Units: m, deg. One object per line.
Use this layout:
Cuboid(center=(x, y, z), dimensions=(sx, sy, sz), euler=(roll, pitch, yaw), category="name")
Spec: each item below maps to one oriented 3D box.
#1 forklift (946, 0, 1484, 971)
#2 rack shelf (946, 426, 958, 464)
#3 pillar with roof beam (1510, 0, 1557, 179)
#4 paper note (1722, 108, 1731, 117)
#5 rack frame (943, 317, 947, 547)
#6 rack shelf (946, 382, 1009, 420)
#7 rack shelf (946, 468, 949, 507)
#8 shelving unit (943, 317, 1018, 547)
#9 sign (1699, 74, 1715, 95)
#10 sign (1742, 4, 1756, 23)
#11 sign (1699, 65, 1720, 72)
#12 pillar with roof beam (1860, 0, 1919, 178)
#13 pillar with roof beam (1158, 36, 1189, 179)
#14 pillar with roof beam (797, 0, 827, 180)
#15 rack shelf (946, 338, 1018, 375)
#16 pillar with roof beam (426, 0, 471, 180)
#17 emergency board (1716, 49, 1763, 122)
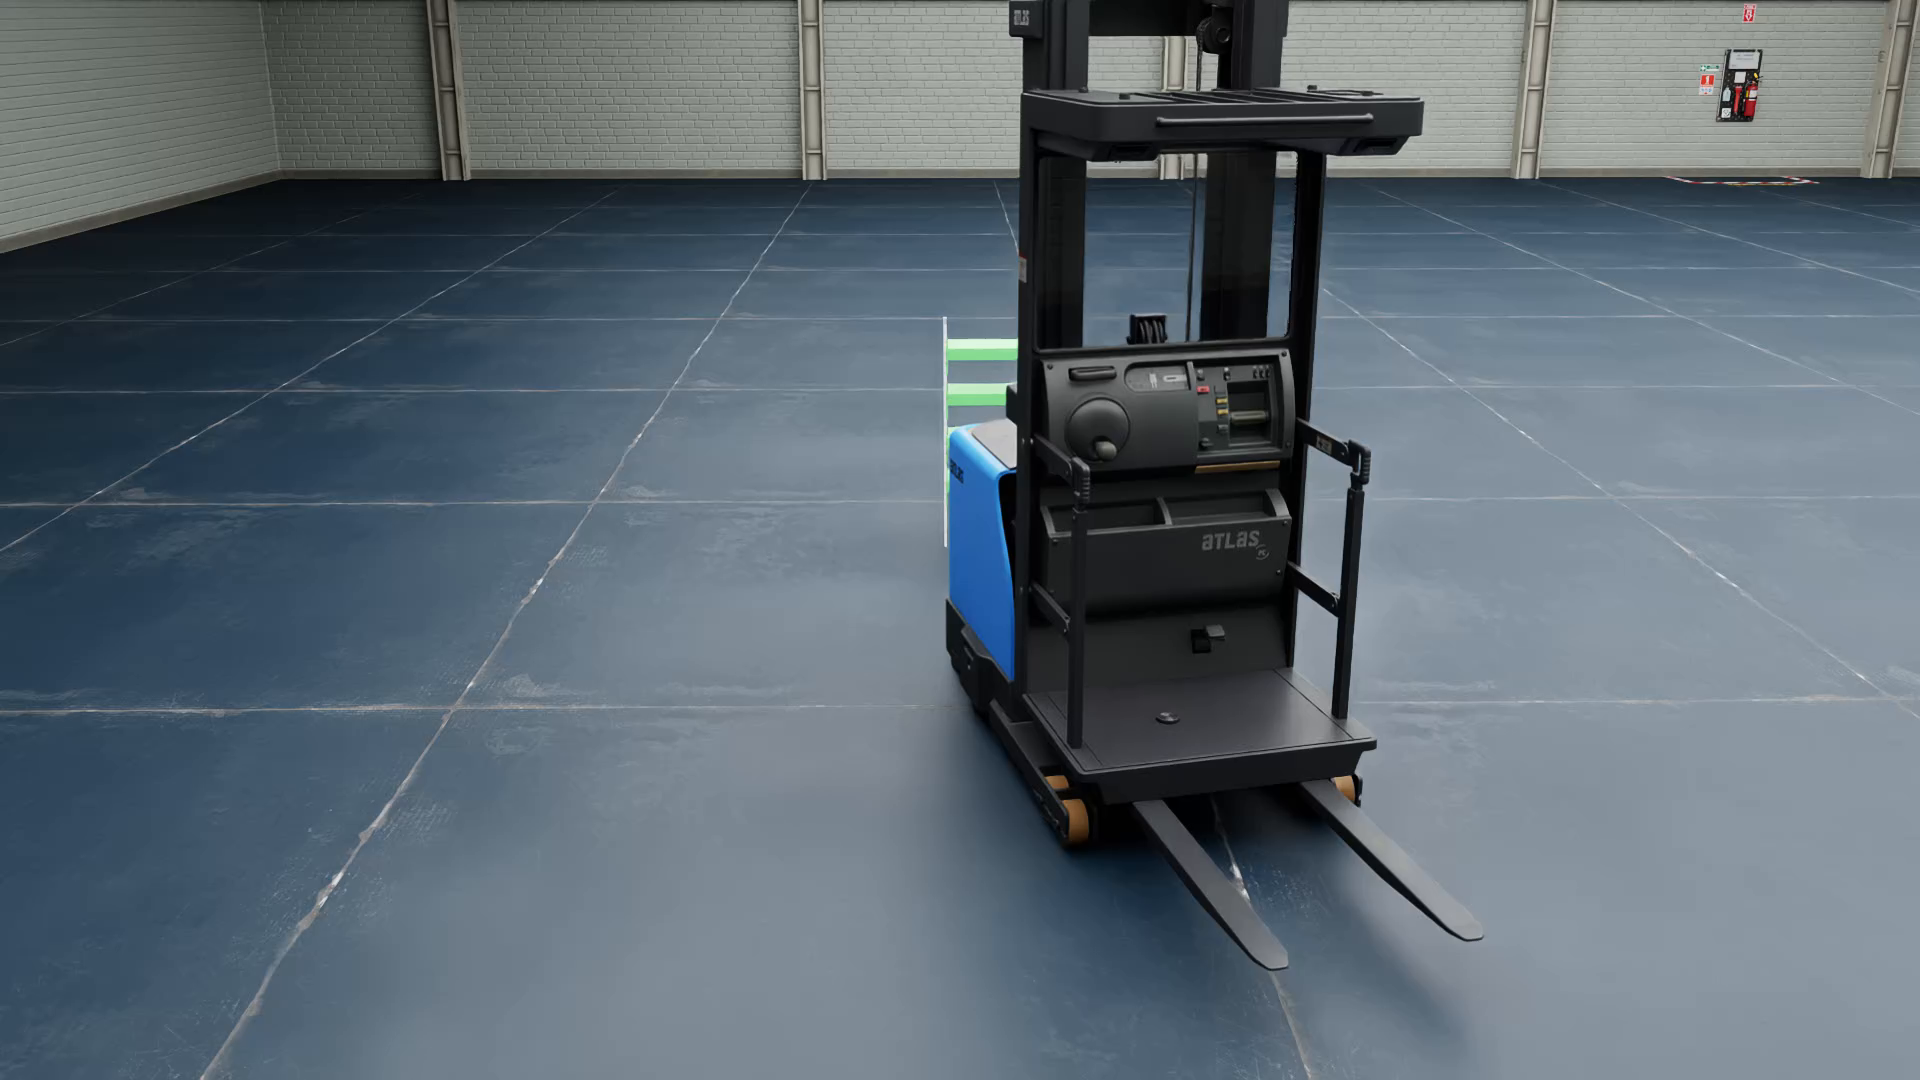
Cuboid(center=(0.802, -0.466, 5.702), dimensions=(1.130, 2.935, 3.031), euler=(-5, 18, -14), category="forklift")
Cuboid(center=(0.166, -0.511, 8.886), dimensions=(0.480, 0.148, 0.258), euler=(0, 18, -1), category="rack shelf")
Cuboid(center=(9.625, -9.107, 22.705), dimensions=(0.400, 9.000, 9.100), euler=(0, 18, -1), category="pillar with roof beam")
Cuboid(center=(12.907, -7.195, 28.007), dimensions=(0.142, 0.148, 0.016), euler=(0, 18, -1), category="paper note")
Cuboid(center=(-0.078, -0.571, 8.863), dimensions=(0.015, 1.200, 0.240), euler=(0, 18, -1), category="rack frame")
Cuboid(center=(0.166, -0.740, 8.813), dimensions=(0.480, 0.148, 0.258), euler=(0, 18, -1), category="rack shelf")
Cuboid(center=(0.166, -0.283, 8.960), dimensions=(0.480, 0.148, 0.258), euler=(0, 18, -1), category="rack shelf")
Cuboid(center=(0.166, -0.572, 8.867), dimensions=(0.503, 1.200, 0.258), euler=(0, 18, -1), category="shelving unit")
Cuboid(center=(12.531, -7.640, 27.894), dimensions=(0.234, 0.329, 0.001), euler=(0, 18, -1), category="sign")
Cuboid(center=(13.076, -8.728, 27.550), dimensions=(0.199, 0.298, 0.001), euler=(0, 18, -1), category="sign")
Cuboid(center=(12.535, -7.889, 27.805), dimensions=(0.331, 0.109, 0.001), euler=(0, 18, -1), category="sign")
Cuboid(center=(15.625, -9.136, 22.795), dimensions=(0.400, 9.000, 9.100), euler=(0, 18, -1), category="pillar with roof beam")
Cuboid(center=(3.626, -9.078, 22.615), dimensions=(0.400, 9.000, 9.100), euler=(0, 18, -1), category="pillar with roof beam")
Cuboid(center=(-2.373, -9.049, 22.525), dimensions=(0.400, 9.000, 9.100), euler=(0, 18, -1), category="pillar with roof beam")
Cuboid(center=(0.166, -0.968, 8.740), dimensions=(0.480, 0.148, 0.258), euler=(0, 18, -1), category="rack shelf")
Cuboid(center=(-8.372, -9.020, 22.435), dimensions=(0.400, 9.000, 9.100), euler=(0, 18, -1), category="pillar with roof beam")
Cuboid(center=(13.085, -7.594, 27.810), dimensions=(0.643, 1.169, 0.194), euler=(0, 18, -1), category="emergency board")
